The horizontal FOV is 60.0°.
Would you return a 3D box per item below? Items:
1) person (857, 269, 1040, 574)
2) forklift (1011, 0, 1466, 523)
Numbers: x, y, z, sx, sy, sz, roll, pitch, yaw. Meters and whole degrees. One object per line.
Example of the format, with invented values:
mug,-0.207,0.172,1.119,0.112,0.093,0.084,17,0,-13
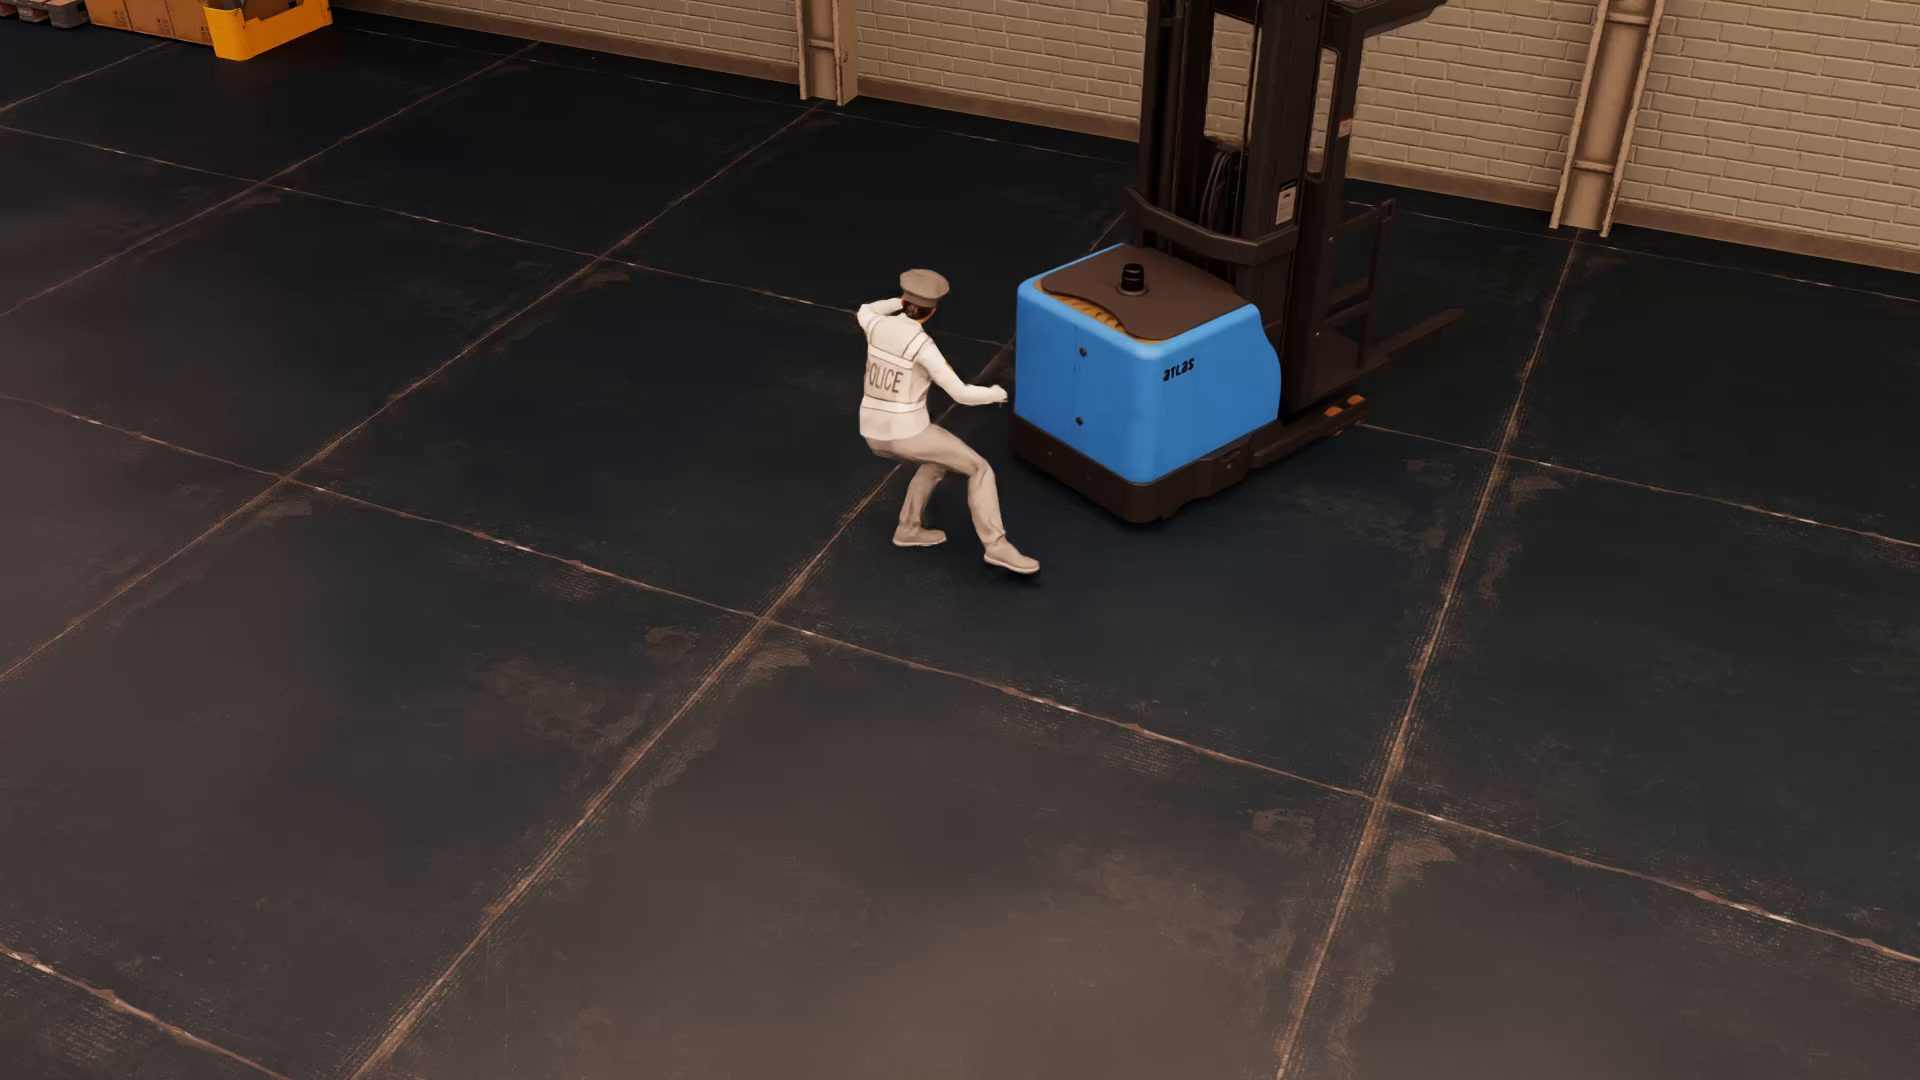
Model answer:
person,-0.080,-0.621,8.290,1.335,1.428,0.792,27,44,33
forklift,1.733,-1.994,8.882,3.031,2.935,1.130,-26,43,-32
